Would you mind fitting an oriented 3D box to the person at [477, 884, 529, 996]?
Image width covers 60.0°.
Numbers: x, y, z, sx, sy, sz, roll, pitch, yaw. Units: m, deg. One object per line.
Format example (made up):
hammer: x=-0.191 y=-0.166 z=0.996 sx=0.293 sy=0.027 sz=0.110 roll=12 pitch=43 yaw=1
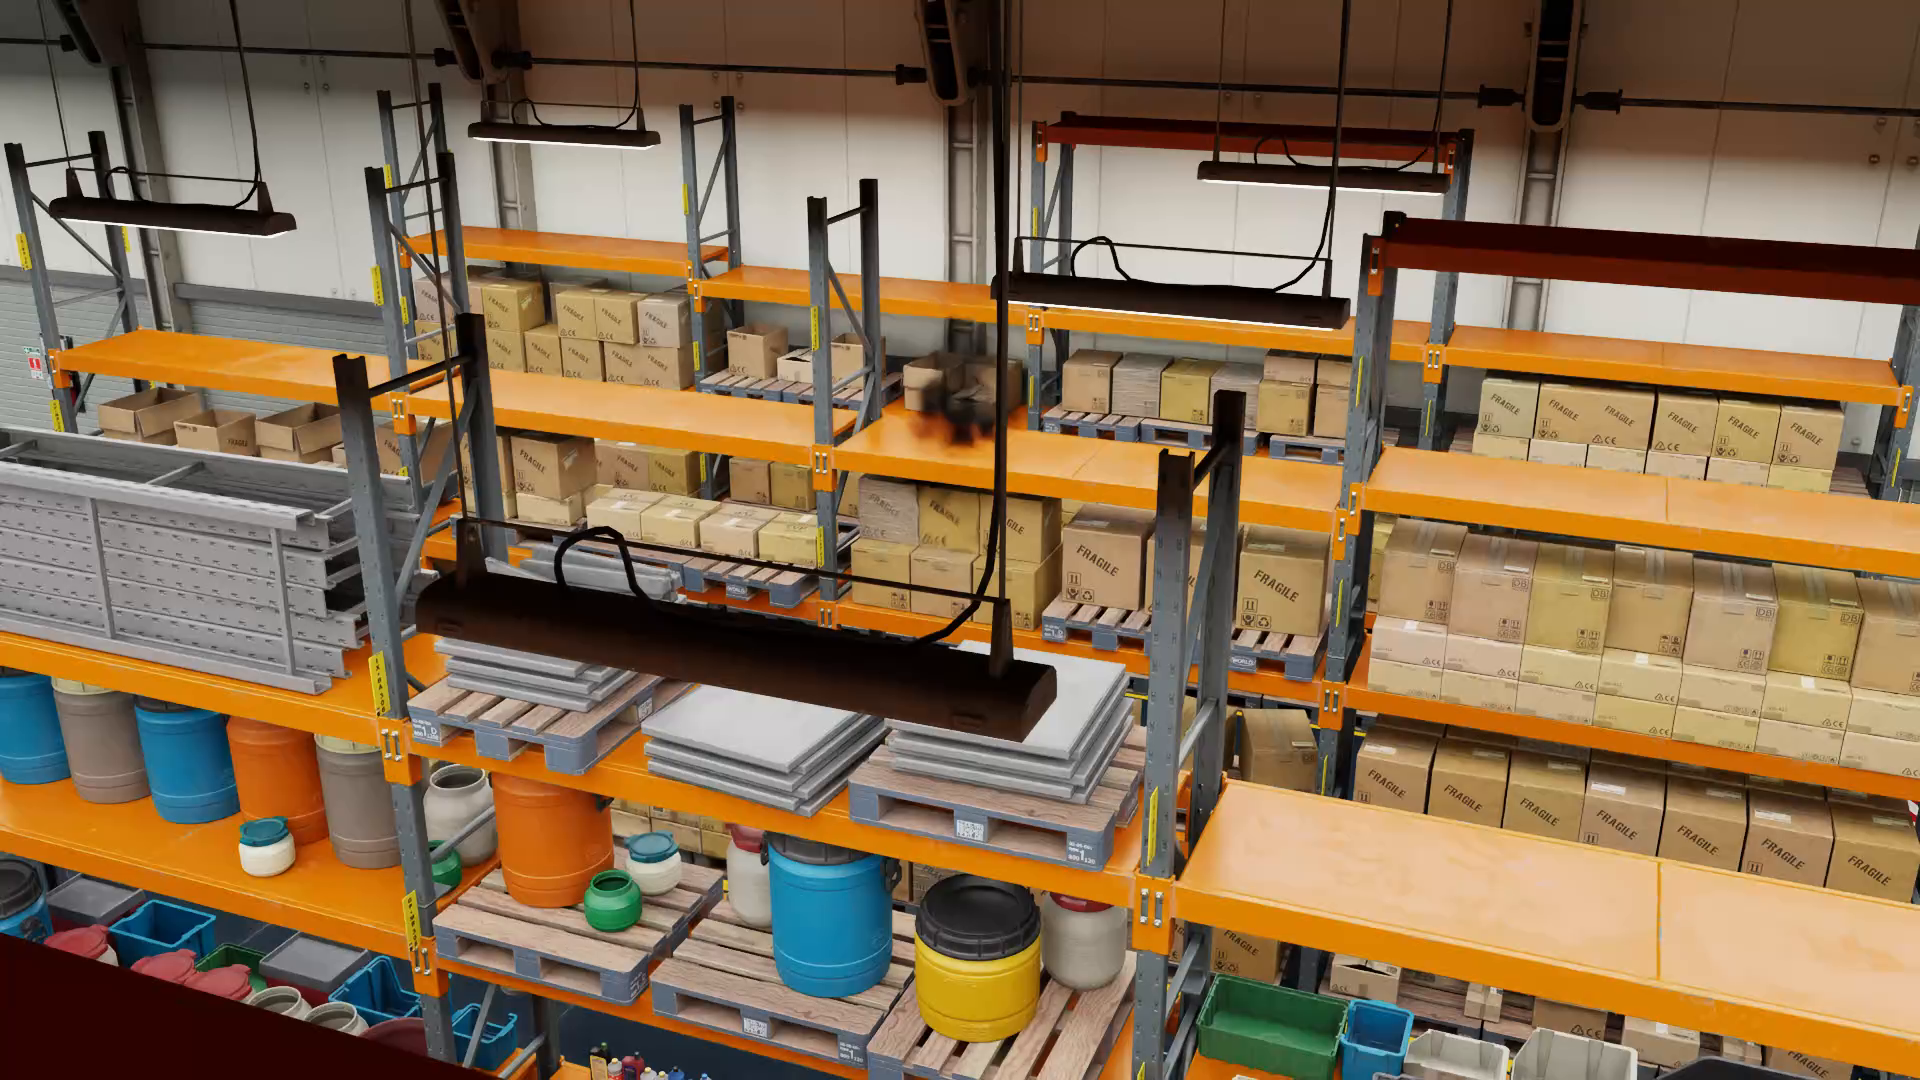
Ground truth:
person: x=-3.514 y=2.637 z=12.333 sx=0.679 sy=1.765 sz=0.580 roll=4 pitch=21 yaw=11
